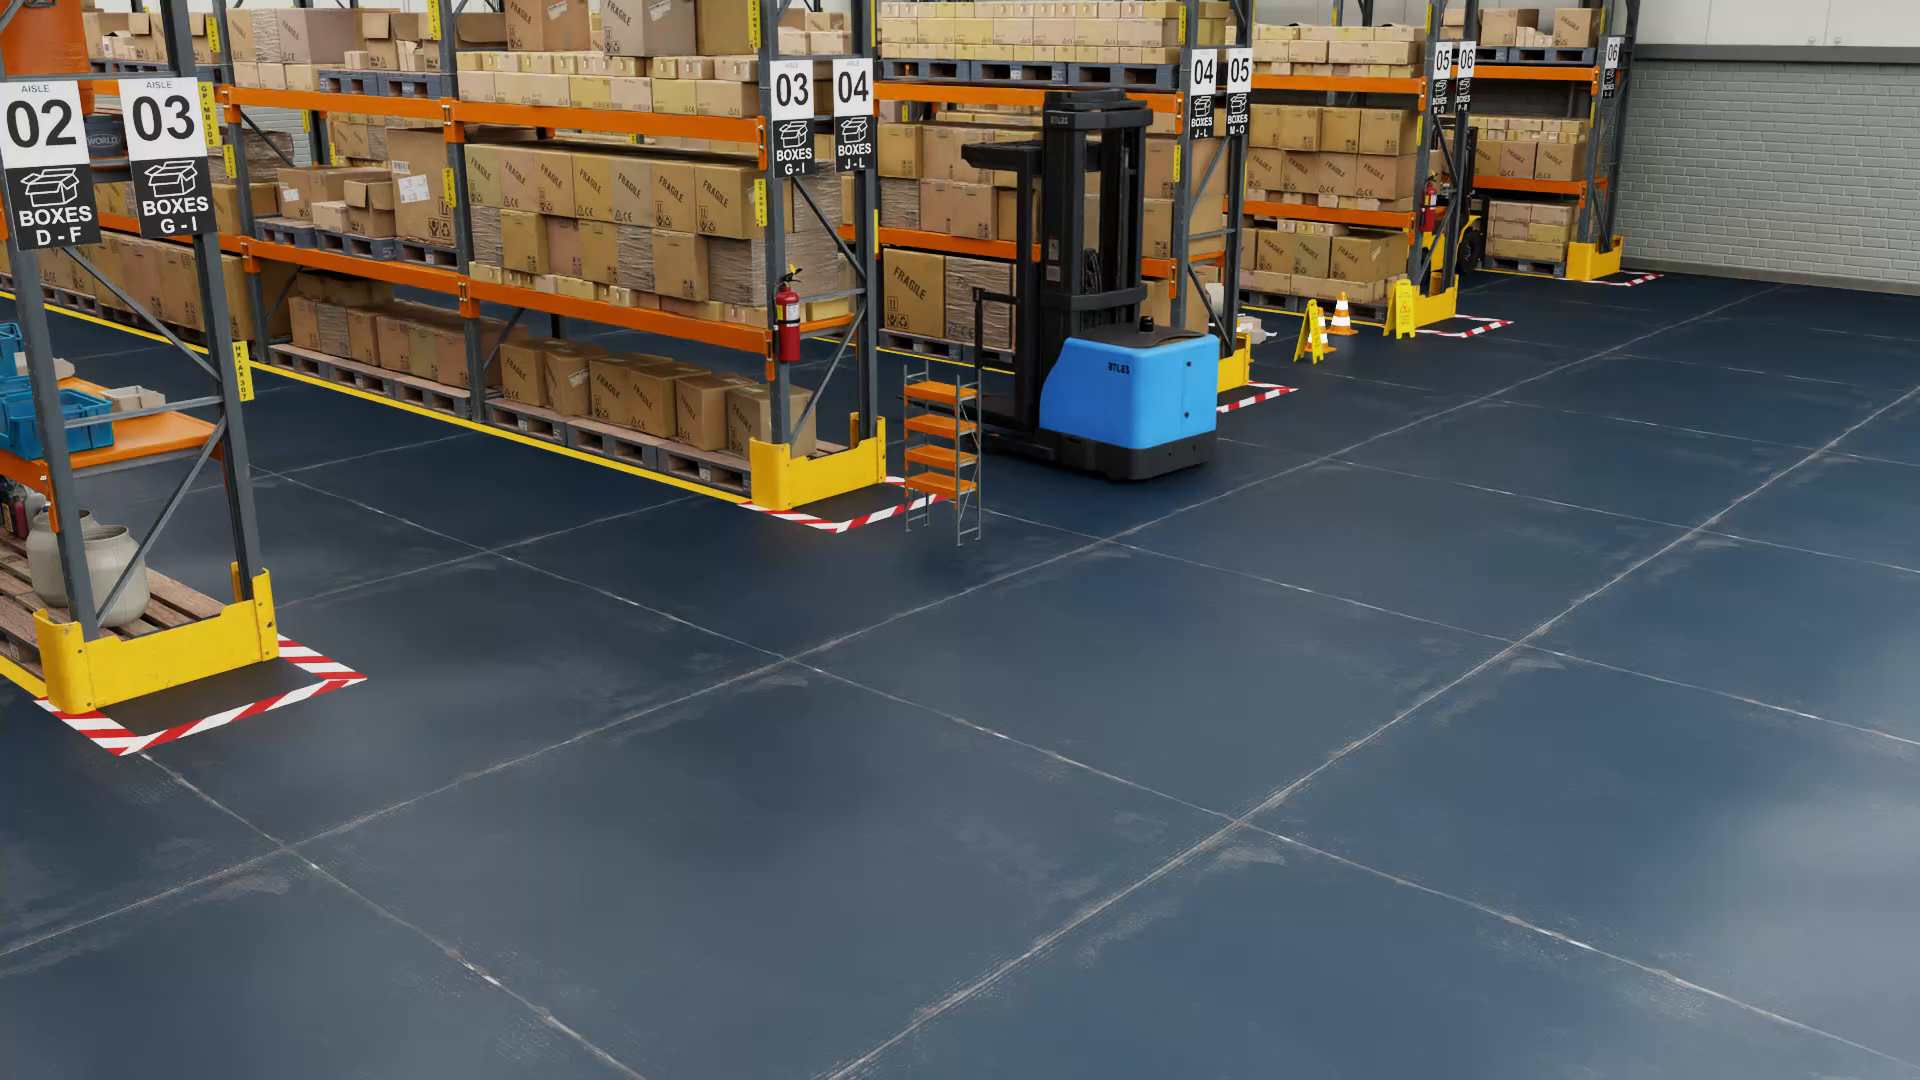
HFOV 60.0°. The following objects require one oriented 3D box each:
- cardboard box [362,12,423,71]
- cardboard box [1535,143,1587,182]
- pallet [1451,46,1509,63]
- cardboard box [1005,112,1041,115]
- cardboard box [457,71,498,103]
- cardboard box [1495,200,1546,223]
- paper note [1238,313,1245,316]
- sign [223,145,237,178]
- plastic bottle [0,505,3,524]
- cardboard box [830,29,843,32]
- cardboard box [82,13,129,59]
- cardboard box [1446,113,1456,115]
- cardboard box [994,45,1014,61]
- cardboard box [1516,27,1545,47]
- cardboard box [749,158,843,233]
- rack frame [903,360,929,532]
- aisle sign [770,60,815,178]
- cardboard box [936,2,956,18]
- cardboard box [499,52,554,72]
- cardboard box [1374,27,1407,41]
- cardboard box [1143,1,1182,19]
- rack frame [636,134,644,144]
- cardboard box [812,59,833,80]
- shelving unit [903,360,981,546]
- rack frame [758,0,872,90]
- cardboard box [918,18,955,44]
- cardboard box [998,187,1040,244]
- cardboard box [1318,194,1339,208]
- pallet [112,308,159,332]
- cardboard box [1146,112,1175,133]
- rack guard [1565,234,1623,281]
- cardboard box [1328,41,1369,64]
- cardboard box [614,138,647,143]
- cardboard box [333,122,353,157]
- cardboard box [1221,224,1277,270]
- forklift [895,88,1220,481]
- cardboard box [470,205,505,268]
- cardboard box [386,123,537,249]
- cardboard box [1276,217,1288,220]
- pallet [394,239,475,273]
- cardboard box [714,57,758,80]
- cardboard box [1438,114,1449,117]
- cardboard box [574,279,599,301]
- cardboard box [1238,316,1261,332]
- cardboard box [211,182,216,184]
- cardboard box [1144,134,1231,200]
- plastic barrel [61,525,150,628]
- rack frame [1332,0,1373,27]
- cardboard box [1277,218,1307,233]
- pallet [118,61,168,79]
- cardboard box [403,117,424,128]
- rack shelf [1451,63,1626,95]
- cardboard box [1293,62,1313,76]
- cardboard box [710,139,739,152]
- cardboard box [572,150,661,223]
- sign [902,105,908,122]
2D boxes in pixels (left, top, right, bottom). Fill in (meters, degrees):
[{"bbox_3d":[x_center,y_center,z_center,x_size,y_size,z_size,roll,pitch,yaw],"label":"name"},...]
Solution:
[{"bbox_3d":[-4.998,-4.575,15.246,0.637,0.503,0.797,16,24,41],"label":"cardboard box"},{"bbox_3d":[8.312,-5.240,23.000,0.500,0.500,0.500,14,23,38],"label":"cardboard box"},{"bbox_3d":[7.426,-6.934,23.688,1.213,0.211,1.003,15,23,39],"label":"pallet"},{"bbox_3d":[0.876,-5.795,23.561,0.500,0.500,0.500,13,22,36],"label":"cardboard box"},{"bbox_3d":[-3.841,-3.801,13.918,0.500,0.250,0.500,14,22,37],"label":"cardboard box"},{"bbox_3d":[7.917,-4.643,23.480,0.500,0.250,0.500,16,23,40],"label":"cardboard box"},{"bbox_3d":[3.380,-2.741,20.199,0.148,0.019,0.142,7,19,21],"label":"paper note"},{"bbox_3d":[-7.365,-3.819,16.774,0.005,0.325,0.100,15,23,39],"label":"sign"},{"bbox_3d":[-6.558,-0.240,11.186,0.135,0.276,0.152,15,23,39],"label":"plastic bottle"},{"bbox_3d":[-1.683,-7.399,24.536,0.258,0.266,0.396,14,23,38],"label":"cardboard box"},{"bbox_3d":[-9.550,-5.760,18.985,0.500,0.500,0.700,16,23,41],"label":"cardboard box"},{"bbox_3d":[7.238,-6.195,24.444,0.250,0.149,0.380,15,23,39],"label":"cardboard box"},{"bbox_3d":[0.545,-4.795,16.359,0.250,0.149,0.380,15,23,40],"label":"cardboard box"},{"bbox_3d":[7.843,-6.915,22.847,0.258,0.266,0.396,15,23,39],"label":"cardboard box"},{"bbox_3d":[-1.246,-2.626,12.616,0.500,0.500,0.500,15,23,39],"label":"cardboard box"},{"bbox_3d":[-0.306,-0.654,11.689,0.015,1.200,0.240,15,23,39],"label":"rack frame"},{"bbox_3d":[-1.168,-2.946,11.639,0.004,0.787,0.394,15,23,39],"label":"aisle sign"},{"bbox_3d":[-0.022,-5.328,16.719,0.250,0.149,0.380,15,23,38],"label":"cardboard box"},{"bbox_3d":[-3.535,-3.906,13.592,0.250,0.149,0.380,15,23,40],"label":"cardboard box"},{"bbox_3d":[4.946,-5.781,19.008,0.250,0.149,0.380,16,23,40],"label":"cardboard box"},{"bbox_3d":[1.875,-4.818,15.113,0.250,0.149,0.380,15,23,40],"label":"cardboard box"},{"bbox_3d":[-3.631,-4.496,20.819,0.127,3.000,1.000,15,23,39],"label":"rack frame"},{"bbox_3d":[-1.068,-3.443,12.133,0.250,0.149,0.380,15,23,39],"label":"cardboard box"},{"bbox_3d":[-0.124,-0.605,11.535,0.503,1.200,0.258,15,23,39],"label":"shelving unit"},{"bbox_3d":[-1.015,-4.647,11.378,0.127,3.000,1.000,15,23,39],"label":"rack frame"},{"bbox_3d":[-0.081,-5.178,16.906,0.500,0.250,0.500,15,23,39],"label":"cardboard box"},{"bbox_3d":[0.860,-3.369,17.019,0.500,0.550,0.875,15,23,39],"label":"cardboard box"},{"bbox_3d":[4.488,-4.063,19.872,0.250,0.149,0.380,16,23,40],"label":"cardboard box"},{"bbox_3d":[-9.364,-2.730,19.865,1.213,0.211,1.003,15,23,39],"label":"pallet"},{"bbox_3d":[2.756,-5.361,21.236,0.500,0.500,0.700,15,23,39],"label":"cardboard box"},{"bbox_3d":[8.872,-3.957,23.254,0.348,0.500,1.175,15,23,39],"label":"rack guard"},{"bbox_3d":[4.634,-5.676,19.334,0.500,0.250,0.500,15,23,39],"label":"cardboard box"},{"bbox_3d":[-4.231,-5.100,21.460,0.250,0.149,0.380,15,23,39],"label":"cardboard box"},{"bbox_3d":[-9.045,-6.037,25.018,0.500,0.500,0.500,15,23,39],"label":"cardboard box"},{"bbox_3d":[3.628,-3.691,20.894,0.500,0.500,0.500,17,24,42],"label":"cardboard box"},{"bbox_3d":[0.697,-2.222,13.767,1.130,2.935,3.031,-16,24,-41],"label":"forklift"},{"bbox_3d":[-3.712,-2.676,14.427,0.500,0.500,0.875,15,23,39],"label":"cardboard box"},{"bbox_3d":[-4.509,-3.268,15.264,1.000,1.000,1.000,15,23,40],"label":"cardboard box"},{"bbox_3d":[5.465,-5.127,26.040,0.625,0.625,0.875,16,24,42],"label":"cardboard box"},{"bbox_3d":[-4.482,-2.686,15.432,1.213,0.211,1.003,15,23,39],"label":"pallet"},{"bbox_3d":[-1.547,-3.400,11.995,0.250,0.149,0.380,14,22,38],"label":"cardboard box"},{"bbox_3d":[6.920,-6.083,24.092,0.250,0.149,0.380,15,23,39],"label":"cardboard box"},{"bbox_3d":[-2.915,-2.062,13.564,0.250,0.149,0.380,15,23,39],"label":"cardboard box"},{"bbox_3d":[3.242,-2.477,19.170,0.380,0.149,0.250,-6,18,-18],"label":"cardboard box"},{"bbox_3d":[-7.902,-3.586,17.787,0.500,0.500,0.500,15,23,39],"label":"cardboard box"},{"bbox_3d":[2.101,-3.559,15.834,0.550,0.550,0.875,15,23,39],"label":"cardboard box"},{"bbox_3d":[-4.846,0.204,9.429,0.421,0.512,0.421,0,18,0],"label":"plastic barrel"},{"bbox_3d":[5.863,-8.816,24.514,0.127,3.000,1.000,15,23,39],"label":"rack frame"},{"bbox_3d":[4.089,-3.851,20.325,0.250,0.149,0.380,16,24,42],"label":"cardboard box"},{"bbox_3d":[-8.354,-5.075,17.996,1.213,0.211,1.003,16,24,42],"label":"pallet"},{"bbox_3d":[-7.544,-6.101,23.566,0.500,0.500,0.500,14,22,38],"label":"cardboard box"},{"bbox_3d":[7.359,-6.642,23.811,4.000,0.370,1.077,15,23,39],"label":"rack shelf"},{"bbox_3d":[4.171,-5.611,19.791,0.250,0.149,0.380,14,22,38],"label":"cardboard box"},{"bbox_3d":[-2.538,-4.724,19.719,0.500,0.500,0.700,15,23,38],"label":"cardboard box"},{"bbox_3d":[-2.709,-2.810,13.198,0.500,0.500,0.500,15,23,39],"label":"cardboard box"},{"bbox_3d":[-0.787,-6.062,23.839,0.005,0.325,0.100,15,23,39],"label":"sign"}]
